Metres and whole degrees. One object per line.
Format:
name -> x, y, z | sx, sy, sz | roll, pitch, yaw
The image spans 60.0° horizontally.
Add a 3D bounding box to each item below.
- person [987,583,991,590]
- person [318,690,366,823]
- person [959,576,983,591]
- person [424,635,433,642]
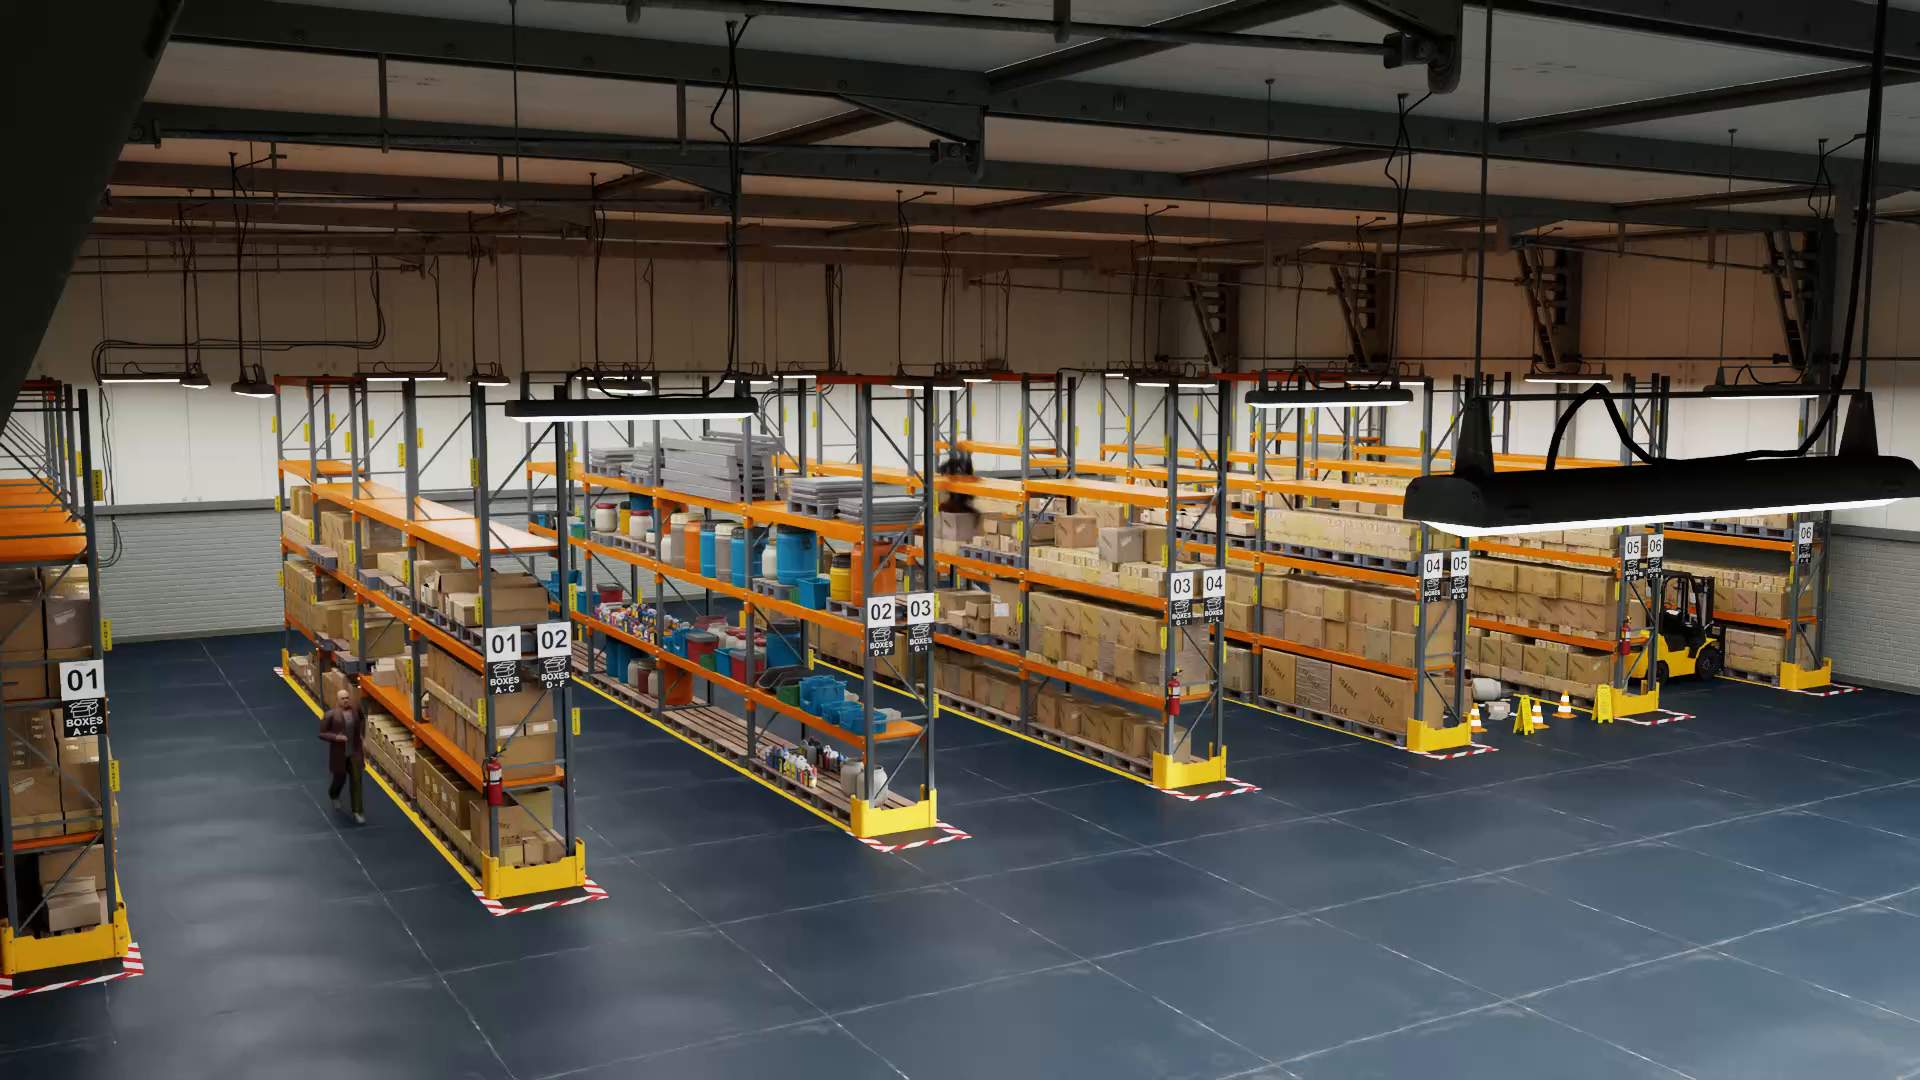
person -> 0.923, 0.746, 43.147 | 0.614, 1.738, 0.652 | -3, 7, -27
person -> -8.415, 2.925, 22.779 | 0.714, 1.763, 1.081 | -5, 8, -38
person -> 0.162, 0.809, 42.441 | 0.891, 1.746, 0.725 | 3, 7, 28
person -> -10.144, 1.934, 32.365 | 0.712, 1.733, 0.796 | -4, 7, -32
